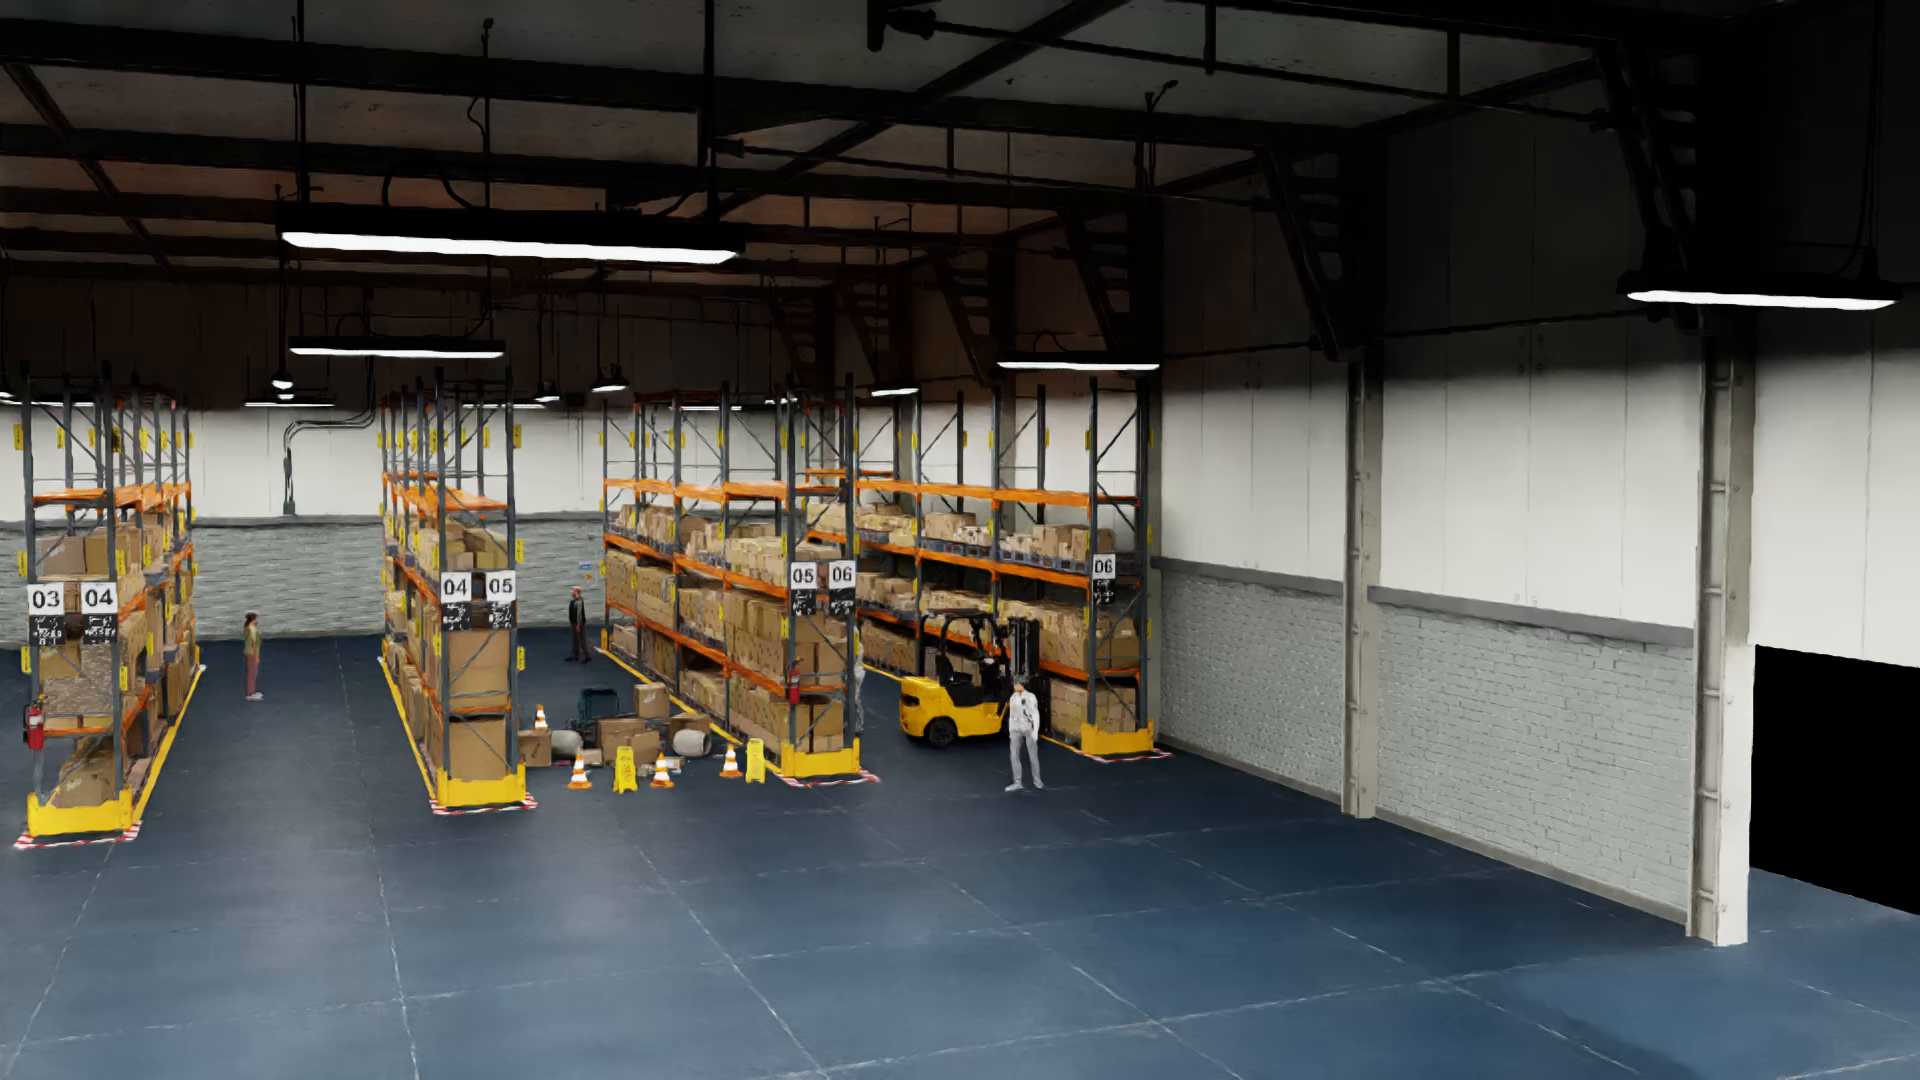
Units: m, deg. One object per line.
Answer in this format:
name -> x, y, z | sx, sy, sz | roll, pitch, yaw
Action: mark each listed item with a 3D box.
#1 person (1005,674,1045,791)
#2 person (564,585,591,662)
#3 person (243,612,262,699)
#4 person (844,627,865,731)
person -> 0.929, 2.743, 23.848 | 0.520, 1.667, 0.551 | 2, 4, 32
person -> -8.648, 1.889, 37.550 | 0.578, 1.713, 0.715 | -1, 4, -19
person -> -13.637, 2.215, 32.100 | 0.389, 1.676, 0.556 | -3, 5, -42
person -> -1.884, 2.374, 28.600 | 0.493, 1.785, 0.616 | 1, 3, 9
